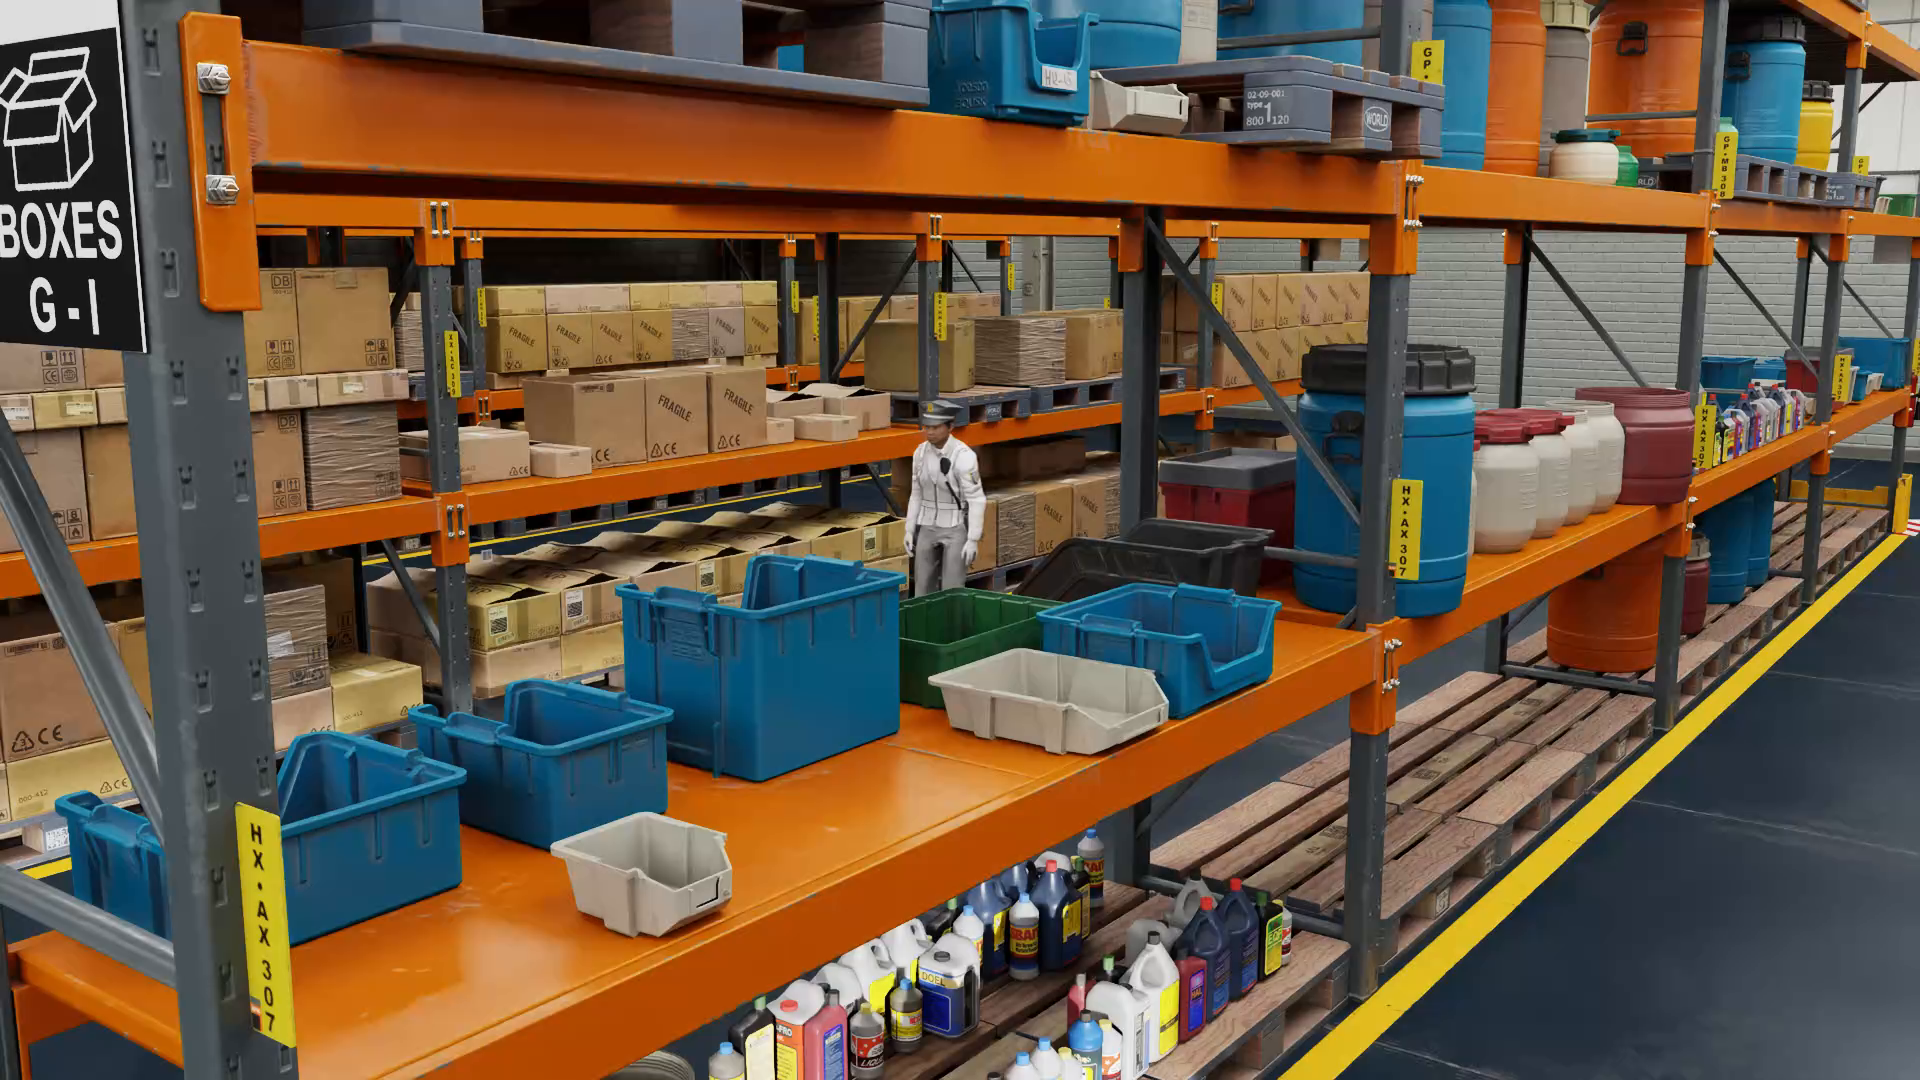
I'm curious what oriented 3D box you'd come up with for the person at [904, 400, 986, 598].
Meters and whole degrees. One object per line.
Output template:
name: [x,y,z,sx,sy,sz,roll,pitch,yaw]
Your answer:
person: [-0.107,-0.010,9.948,0.538,1.663,0.405,7,12,35]
